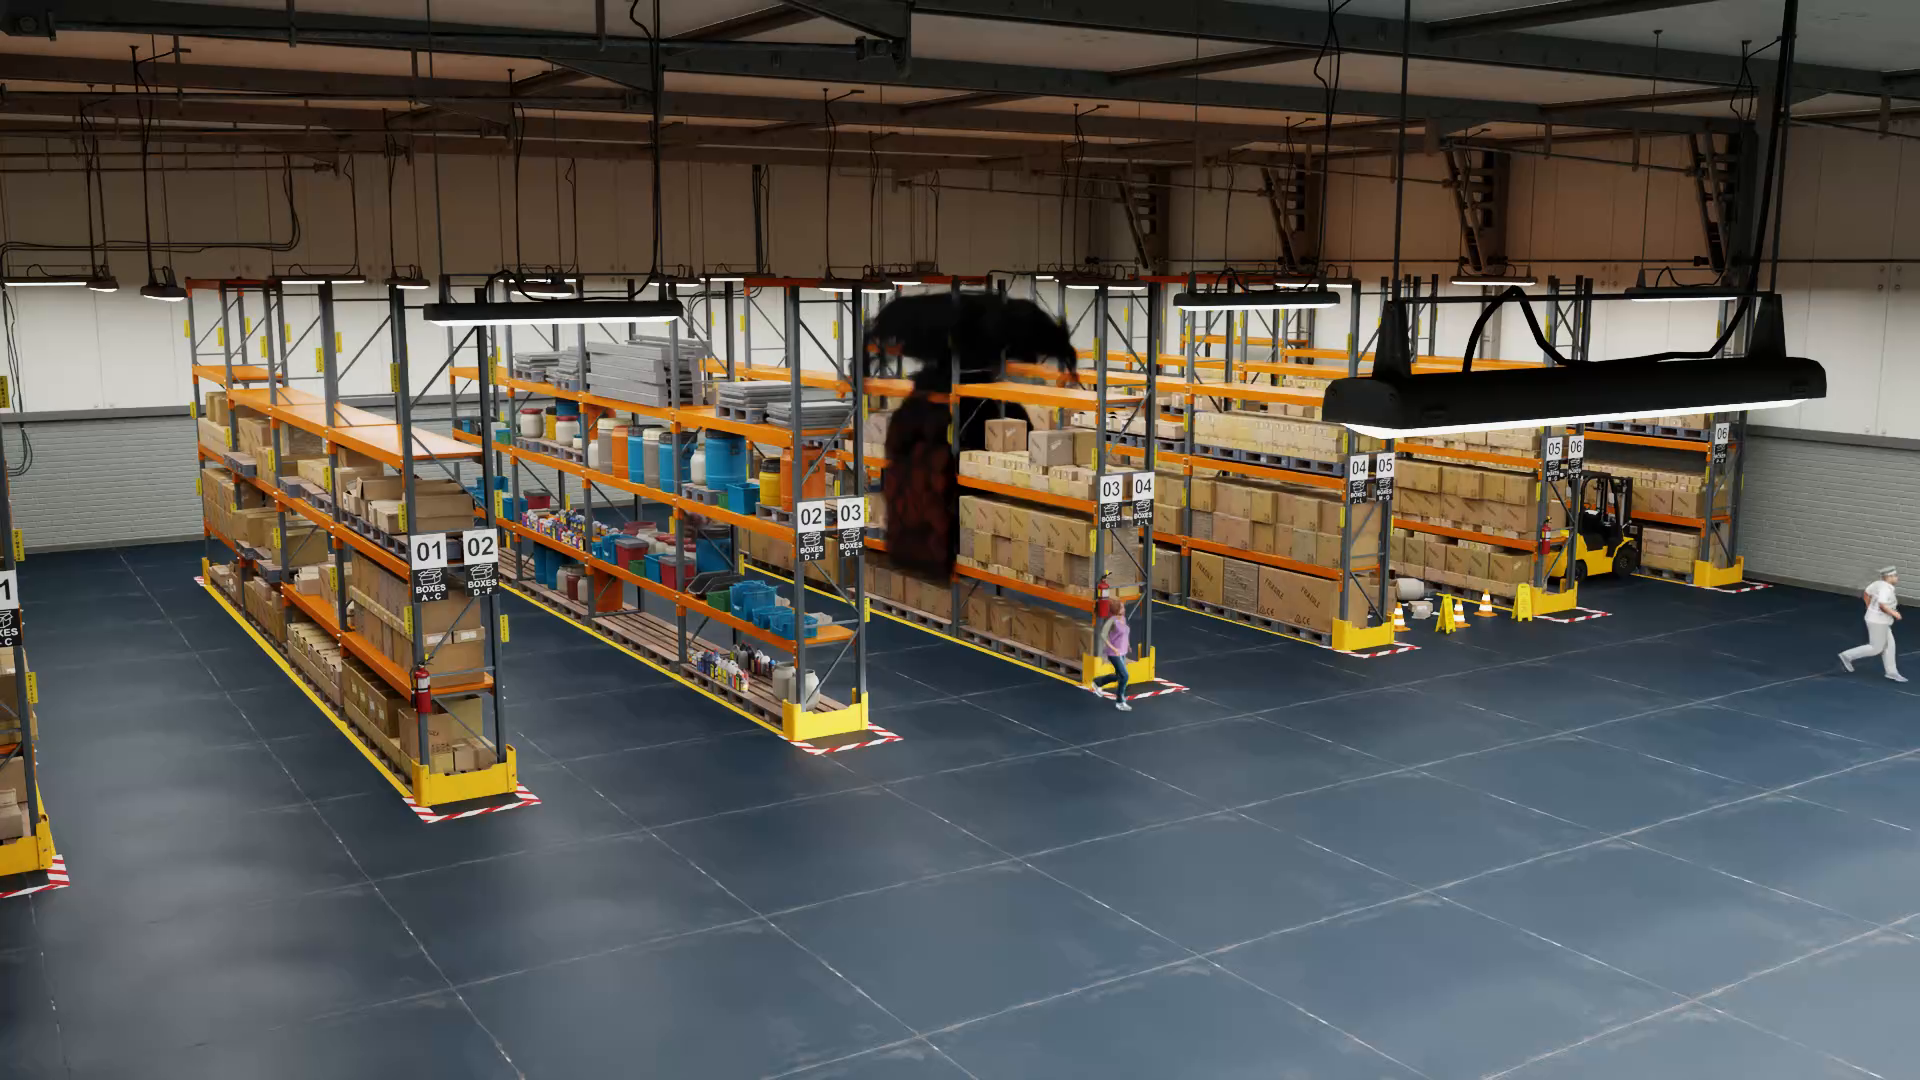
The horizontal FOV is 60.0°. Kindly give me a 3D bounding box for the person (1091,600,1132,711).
[{"bbox_3d":[2.165,1.626,23.723,0.685,1.584,0.552,6,11,30],"label":"person"}]

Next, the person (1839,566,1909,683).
[{"bbox_3d":[13.944,1.259,25.284,0.981,1.778,0.686,3,10,18],"label":"person"}]

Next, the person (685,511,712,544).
[{"bbox_3d":[-5.043,0.004,32.696,0.698,1.735,0.633,-8,13,-40],"label":"person"}]
